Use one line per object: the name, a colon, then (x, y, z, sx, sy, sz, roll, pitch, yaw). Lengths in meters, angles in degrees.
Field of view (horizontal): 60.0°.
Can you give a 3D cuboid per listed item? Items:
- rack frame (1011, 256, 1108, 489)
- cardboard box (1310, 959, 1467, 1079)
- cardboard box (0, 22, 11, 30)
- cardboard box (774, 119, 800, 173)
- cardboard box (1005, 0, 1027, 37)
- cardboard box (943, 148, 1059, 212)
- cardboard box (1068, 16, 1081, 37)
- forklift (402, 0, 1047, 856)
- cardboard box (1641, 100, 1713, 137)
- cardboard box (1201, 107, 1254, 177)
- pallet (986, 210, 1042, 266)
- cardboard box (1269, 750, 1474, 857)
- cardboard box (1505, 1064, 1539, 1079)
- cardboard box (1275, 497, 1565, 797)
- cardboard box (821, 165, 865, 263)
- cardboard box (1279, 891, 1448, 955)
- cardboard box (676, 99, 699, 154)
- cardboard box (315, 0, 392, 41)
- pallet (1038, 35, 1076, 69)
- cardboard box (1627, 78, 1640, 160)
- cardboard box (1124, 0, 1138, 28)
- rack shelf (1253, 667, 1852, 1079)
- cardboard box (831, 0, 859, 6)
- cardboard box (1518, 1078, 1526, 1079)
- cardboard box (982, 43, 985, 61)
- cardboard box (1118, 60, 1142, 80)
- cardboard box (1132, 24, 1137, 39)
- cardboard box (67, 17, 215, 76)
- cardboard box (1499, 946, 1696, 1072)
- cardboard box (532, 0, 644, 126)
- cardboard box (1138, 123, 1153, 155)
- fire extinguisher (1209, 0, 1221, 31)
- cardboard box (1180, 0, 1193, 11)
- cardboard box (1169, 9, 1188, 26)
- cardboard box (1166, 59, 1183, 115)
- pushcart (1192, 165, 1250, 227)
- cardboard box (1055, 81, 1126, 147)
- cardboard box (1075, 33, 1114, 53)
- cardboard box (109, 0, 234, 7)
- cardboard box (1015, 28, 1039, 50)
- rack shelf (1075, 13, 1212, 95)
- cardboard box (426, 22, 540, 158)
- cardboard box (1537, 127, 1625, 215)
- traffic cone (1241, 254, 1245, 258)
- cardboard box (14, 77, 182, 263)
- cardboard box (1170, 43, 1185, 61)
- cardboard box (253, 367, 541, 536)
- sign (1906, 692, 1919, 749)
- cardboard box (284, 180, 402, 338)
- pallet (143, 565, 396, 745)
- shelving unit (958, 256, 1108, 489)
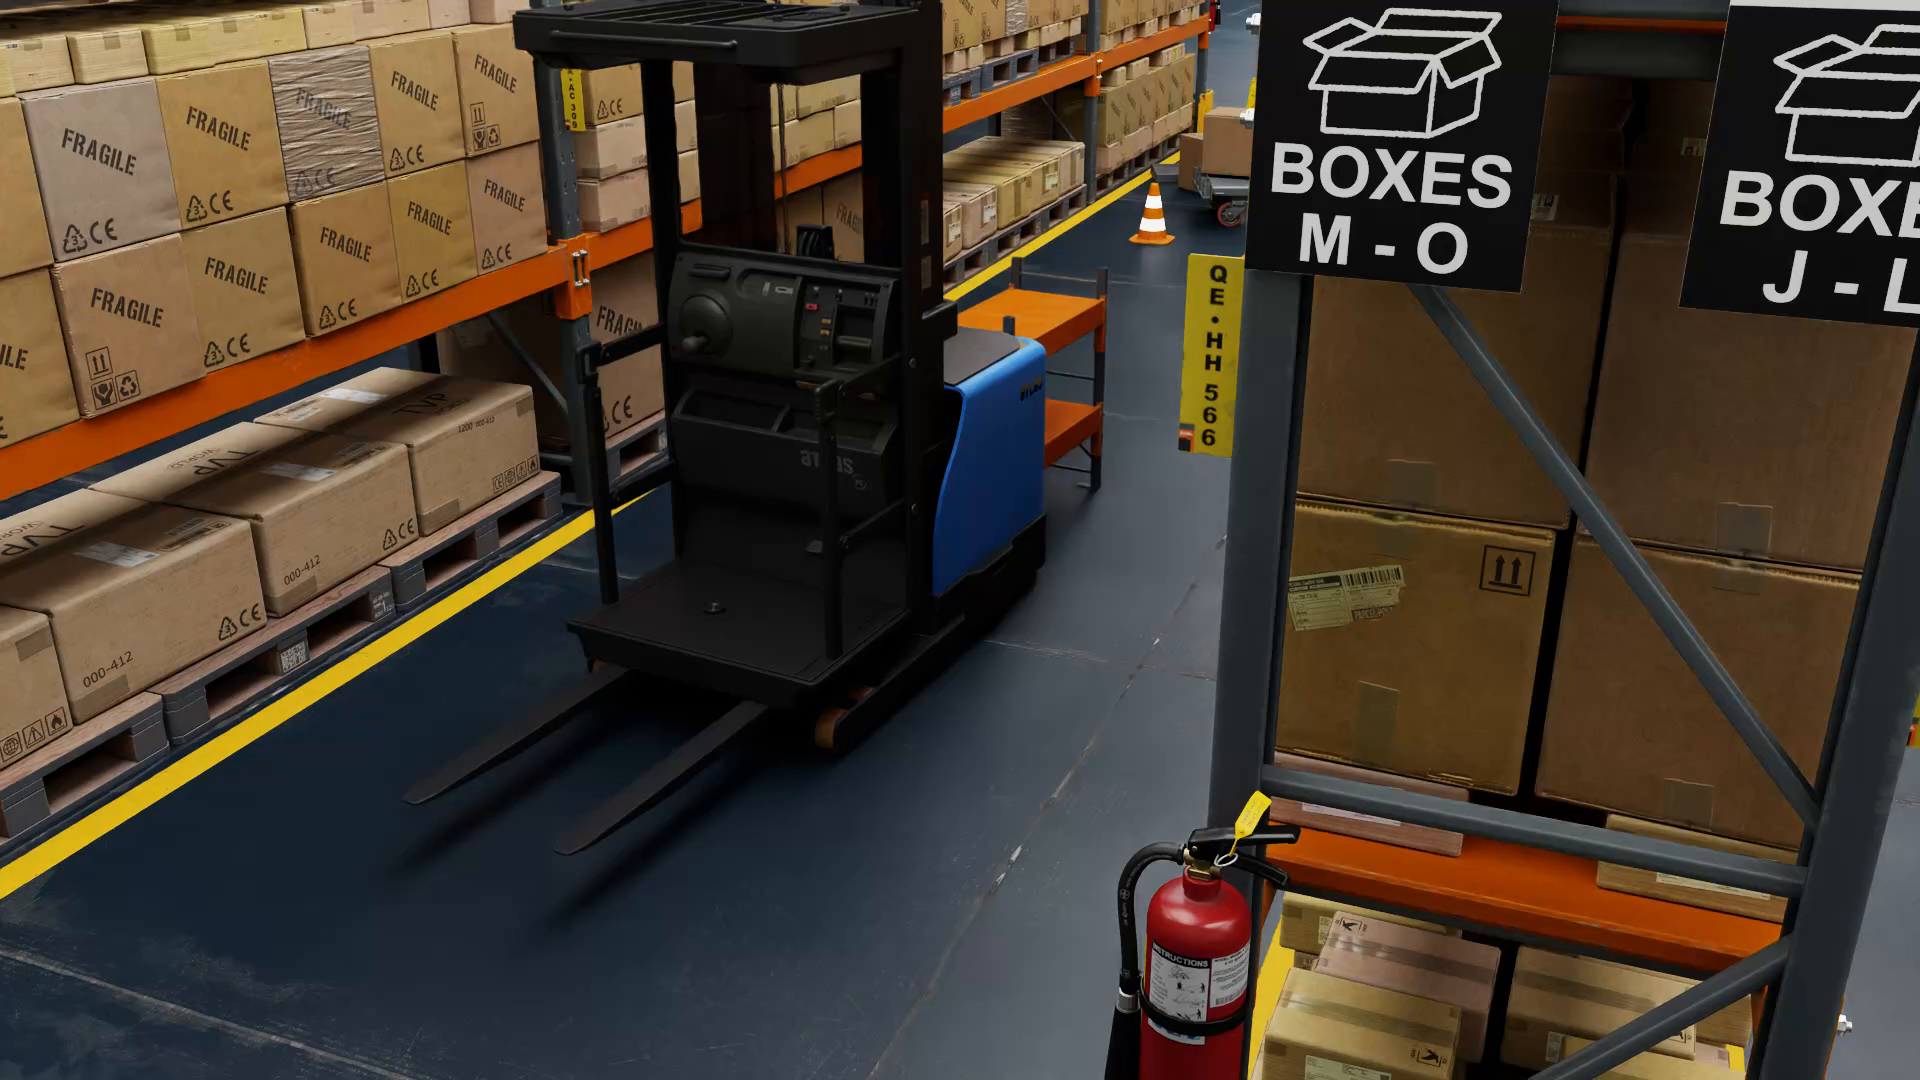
rack frame: (0.481, -0.825, 8.267, 0.500, 1.125, 0.032, 11, 25, 25)
cardboard box: (0.989, 1.147, 3.881, 0.380, 0.149, 0.250, 8, 24, 19)
cardboard box: (-3.352, -1.623, 5.476, 0.380, 0.149, 0.250, 9, 24, 21)
cardboard box: (-1.238, -2.221, 9.370, 0.500, 0.250, 0.500, 8, 24, 19)
cardboard box: (0.202, -4.119, 12.659, 0.500, 0.500, 0.500, 8, 24, 18)
cardboard box: (0.279, -3.025, 13.964, 0.950, 0.372, 0.625, 10, 25, 23)
cardboard box: (0.800, -4.343, 14.038, 0.380, 0.149, 0.250, 9, 24, 21)
forklift: (-0.755, -0.788, 5.834, 1.130, 2.935, 3.031, 11, 25, 25)
cardboard box: (1.720, -0.654, 3.612, 0.500, 0.500, 0.500, 8, 24, 19)
cardboard box: (2.399, -3.441, 14.357, 0.500, 0.500, 0.500, 9, 24, 20)
pallet: (-0.004, -2.486, 13.427, 1.003, 0.211, 1.213, 9, 24, 20)
cardboard box: (0.770, 0.436, 3.139, 0.380, 0.149, 0.250, 9, 24, 20)
cardboard box: (1.424, 1.352, 3.775, 0.380, 0.149, 0.250, 9, 24, 20)
cardboard box: (0.839, 0.097, 3.111, 0.500, 0.500, 0.500, 9, 24, 21)
cardboard box: (-1.085, -2.036, 10.944, 0.875, 0.875, 0.875, 9, 24, 20)
cardboard box: (0.997, 0.907, 4.070, 0.380, 0.149, 0.250, 8, 24, 19)
cardboard box: (-1.644, -2.095, 8.421, 0.500, 0.250, 0.500, 9, 24, 21)
cardboard box: (-2.433, -2.018, 6.420, 0.380, 0.149, 0.250, 9, 24, 20)
pallet: (0.316, -4.148, 14.037, 1.003, 0.211, 1.213, 9, 24, 20)
cardboard box: (1.825, -1.284, 5.120, 0.500, 0.500, 0.500, 8, 24, 18)
cardboard box: (1.322, -4.973, 15.248, 0.500, 0.500, 0.500, 9, 24, 20)
rack shelf: (1.654, 0.094, 4.567, 1.077, 0.370, 4.000, 9, 24, 20)
cardboard box: (-0.883, -3.158, 9.992, 0.500, 0.500, 0.500, 9, 24, 21)
cardboard box: (1.344, 1.311, 3.487, 0.380, 0.149, 0.250, 10, 25, 22)
cardboard box: (-0.038, -3.606, 12.272, 0.380, 0.149, 0.250, 10, 25, 23)
cardboard box: (1.496, -4.452, 15.725, 0.380, 0.149, 0.250, 10, 25, 22)
cardboard box: (1.460, -4.821, 15.725, 0.380, 0.149, 0.250, 9, 24, 20)
cardboard box: (-2.718, -1.638, 5.511, 0.380, 0.149, 0.250, 8, 24, 19)
cardboard box: (1.412, 1.070, 3.678, 0.380, 0.149, 0.250, 9, 24, 21)
cardboard box: (-1.806, -2.250, 7.818, 0.500, 0.500, 0.500, 9, 24, 21)
cardboard box: (1.587, -3.969, 16.384, 0.500, 0.250, 0.500, 8, 24, 19)
fire extinguisher: (2.691, -5.860, 17.987, 0.296, 0.674, 0.183, 9, 24, 20)
cardboard box: (2.085, -5.692, 16.969, 0.500, 0.500, 0.500, 9, 24, 20)
cardboard box: (2.107, -5.349, 16.989, 0.380, 0.149, 0.250, 9, 24, 21)
cardboard box: (1.975, -4.680, 17.113, 0.500, 0.500, 0.500, 10, 25, 22)
pushcart: (2.870, -2.971, 14.372, 1.648, 0.377, 0.936, 1, 23, 2)
cardboard box: (1.205, -3.933, 15.323, 0.500, 0.500, 0.500, 10, 25, 23)
cardboard box: (1.150, -4.440, 14.814, 0.380, 0.149, 0.250, 9, 24, 20)
cardboard box: (-3.006, -1.995, 6.365, 0.380, 0.149, 0.250, 8, 24, 19)
cardboard box: (0.408, -3.980, 13.168, 0.380, 0.149, 0.250, 9, 24, 20)
rack shelf: (1.478, -4.873, 16.458, 1.077, 0.370, 4.000, 9, 24, 20)
cardboard box: (-2.155, -1.925, 7.041, 0.500, 0.500, 0.500, 9, 24, 20)
cardboard box: (1.038, -0.548, 3.357, 0.500, 0.500, 0.500, 8, 24, 18)
traffic cone: (2.395, -2.427, 12.961, 0.336, 0.463, 0.334, 9, 24, 20)
cardboard box: (-2.910, -1.205, 5.315, 0.500, 0.500, 0.500, 9, 24, 20)
cardboard box: (2.091, -5.026, 17.099, 0.380, 0.149, 0.250, 10, 24, 22)
cardboard box: (-2.569, -0.429, 7.663, 0.875, 0.438, 0.875, 8, 24, 19)
sign: (1.415, 0.156, 2.362, 0.100, 0.325, 0.005, 9, 24, 20)
cardboard box: (-2.531, -1.103, 6.369, 0.500, 0.500, 0.500, 8, 24, 19)
pallet: (-3.043, 0.359, 6.616, 1.003, 0.211, 1.213, 9, 24, 20)
shelving unit: (0.244, -0.652, 7.852, 0.538, 1.125, 1.048, 11, 25, 25)
